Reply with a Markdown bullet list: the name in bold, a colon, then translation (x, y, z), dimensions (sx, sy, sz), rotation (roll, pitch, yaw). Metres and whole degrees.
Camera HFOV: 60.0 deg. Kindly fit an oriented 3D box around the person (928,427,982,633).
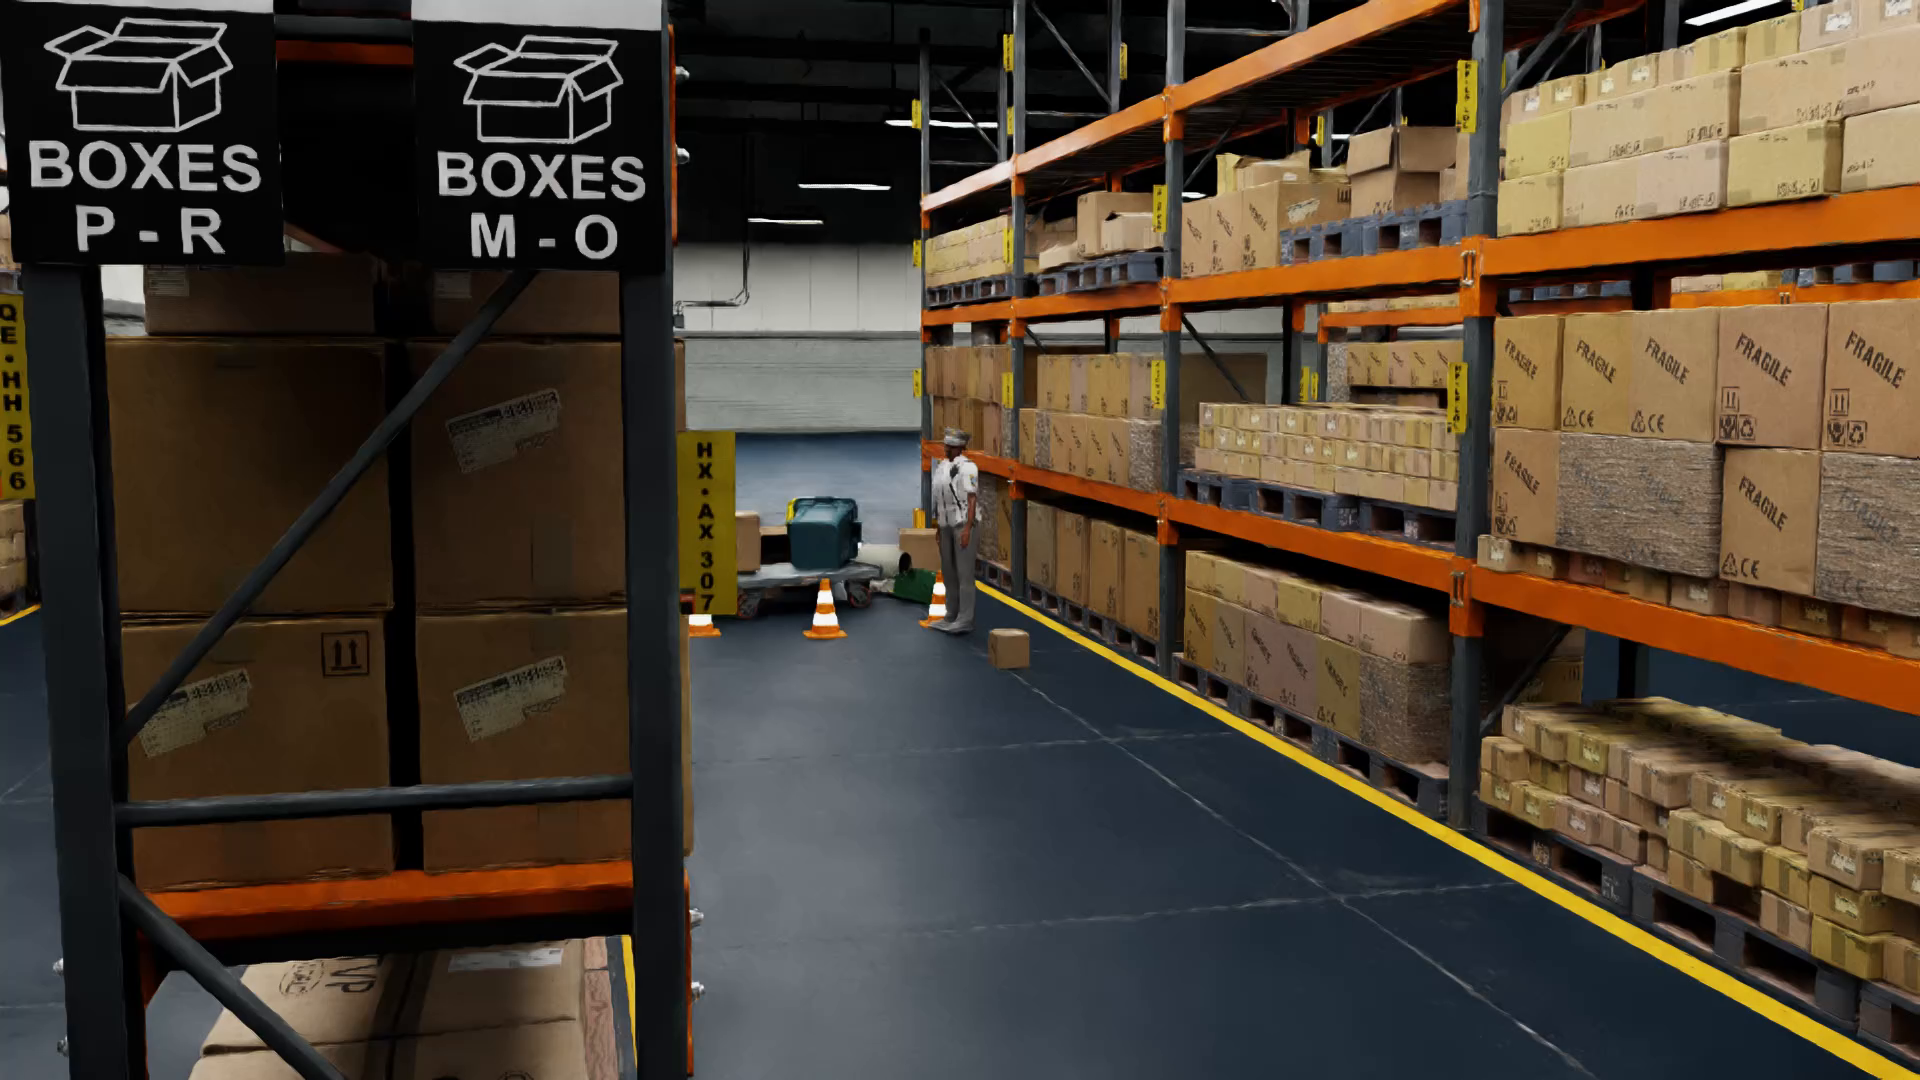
- **person**: translation (-0.070, -0.085, 13.656), dimensions (0.430, 1.685, 0.519), rotation (-5, 8, -40)
